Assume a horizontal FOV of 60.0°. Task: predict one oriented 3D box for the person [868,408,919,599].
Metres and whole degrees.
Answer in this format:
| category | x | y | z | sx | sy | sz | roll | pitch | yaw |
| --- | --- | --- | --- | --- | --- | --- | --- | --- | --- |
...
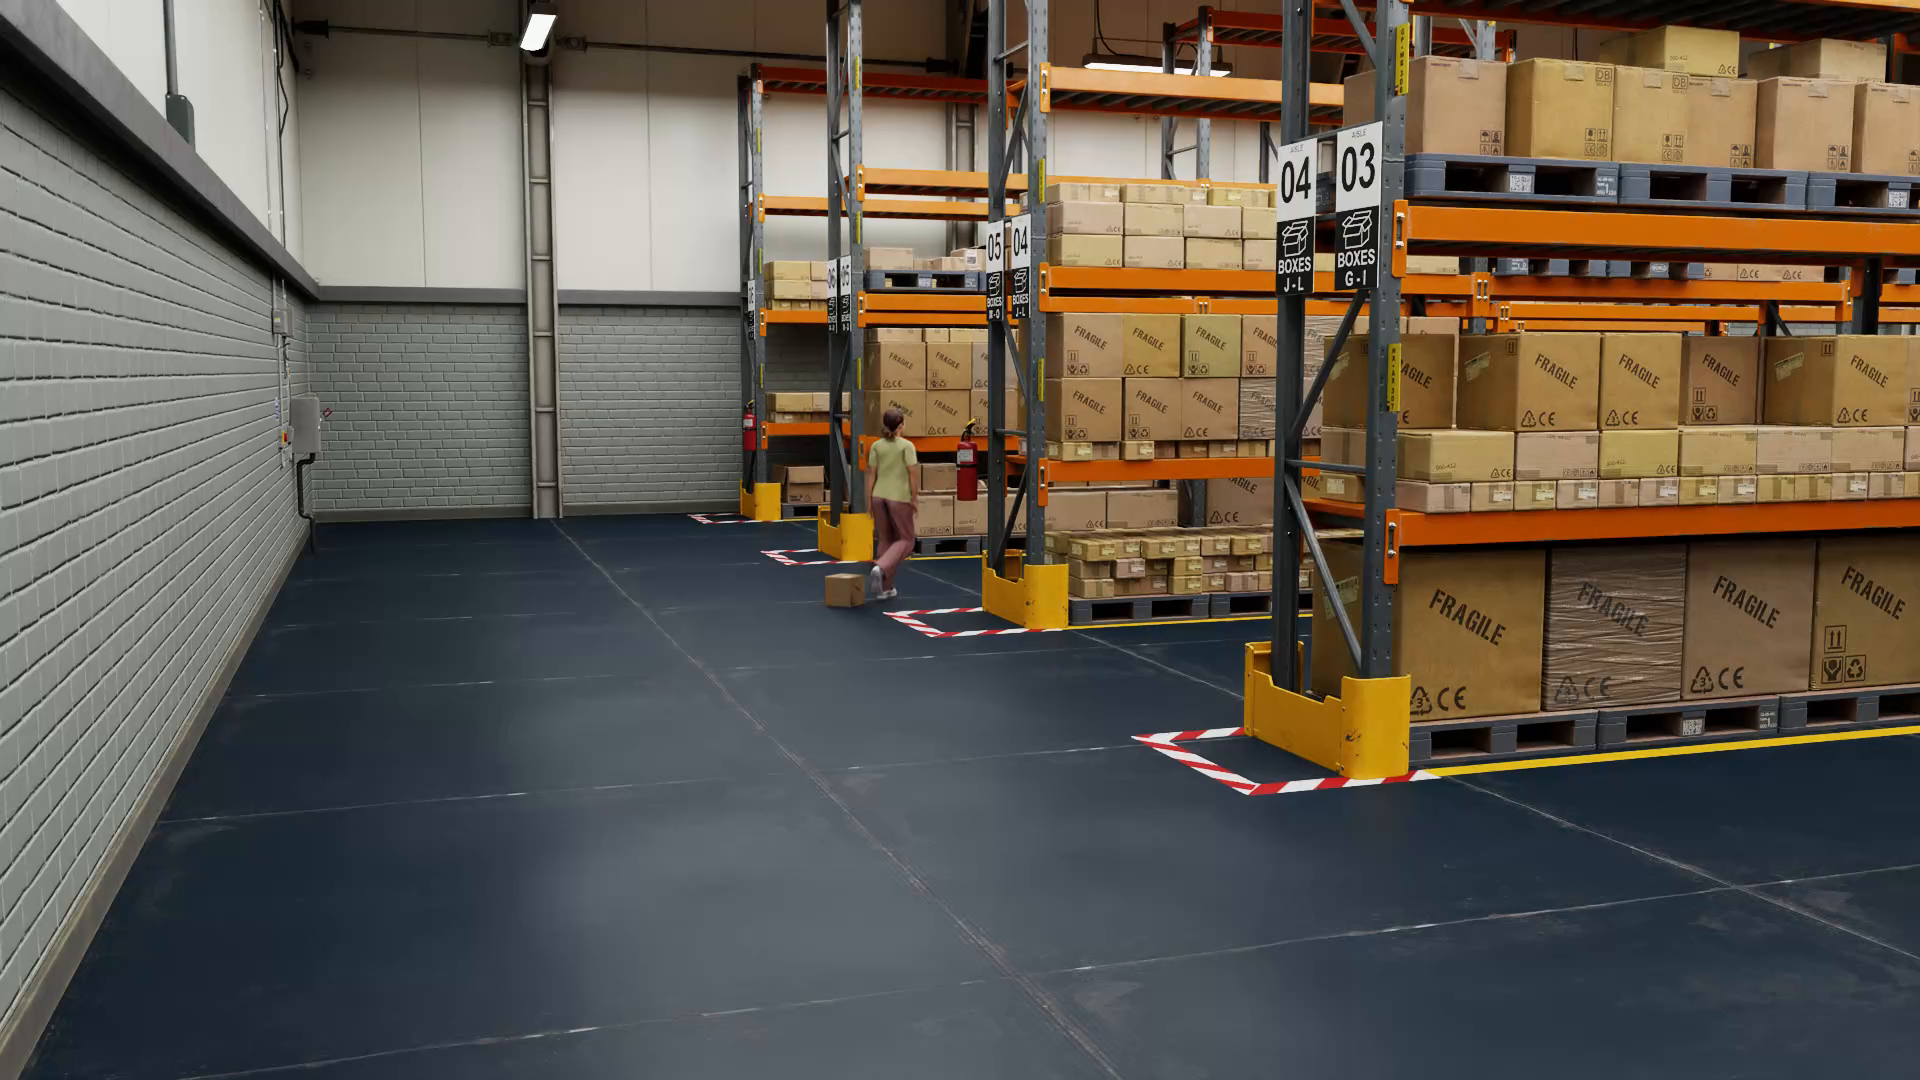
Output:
| category | x | y | z | sx | sy | sz | roll | pitch | yaw |
| --- | --- | --- | --- | --- | --- | --- | --- | --- | --- |
| person | -0.617 | -0.305 | 14.364 | 0.480 | 1.652 | 0.530 | 3 | 6 | 25 |
